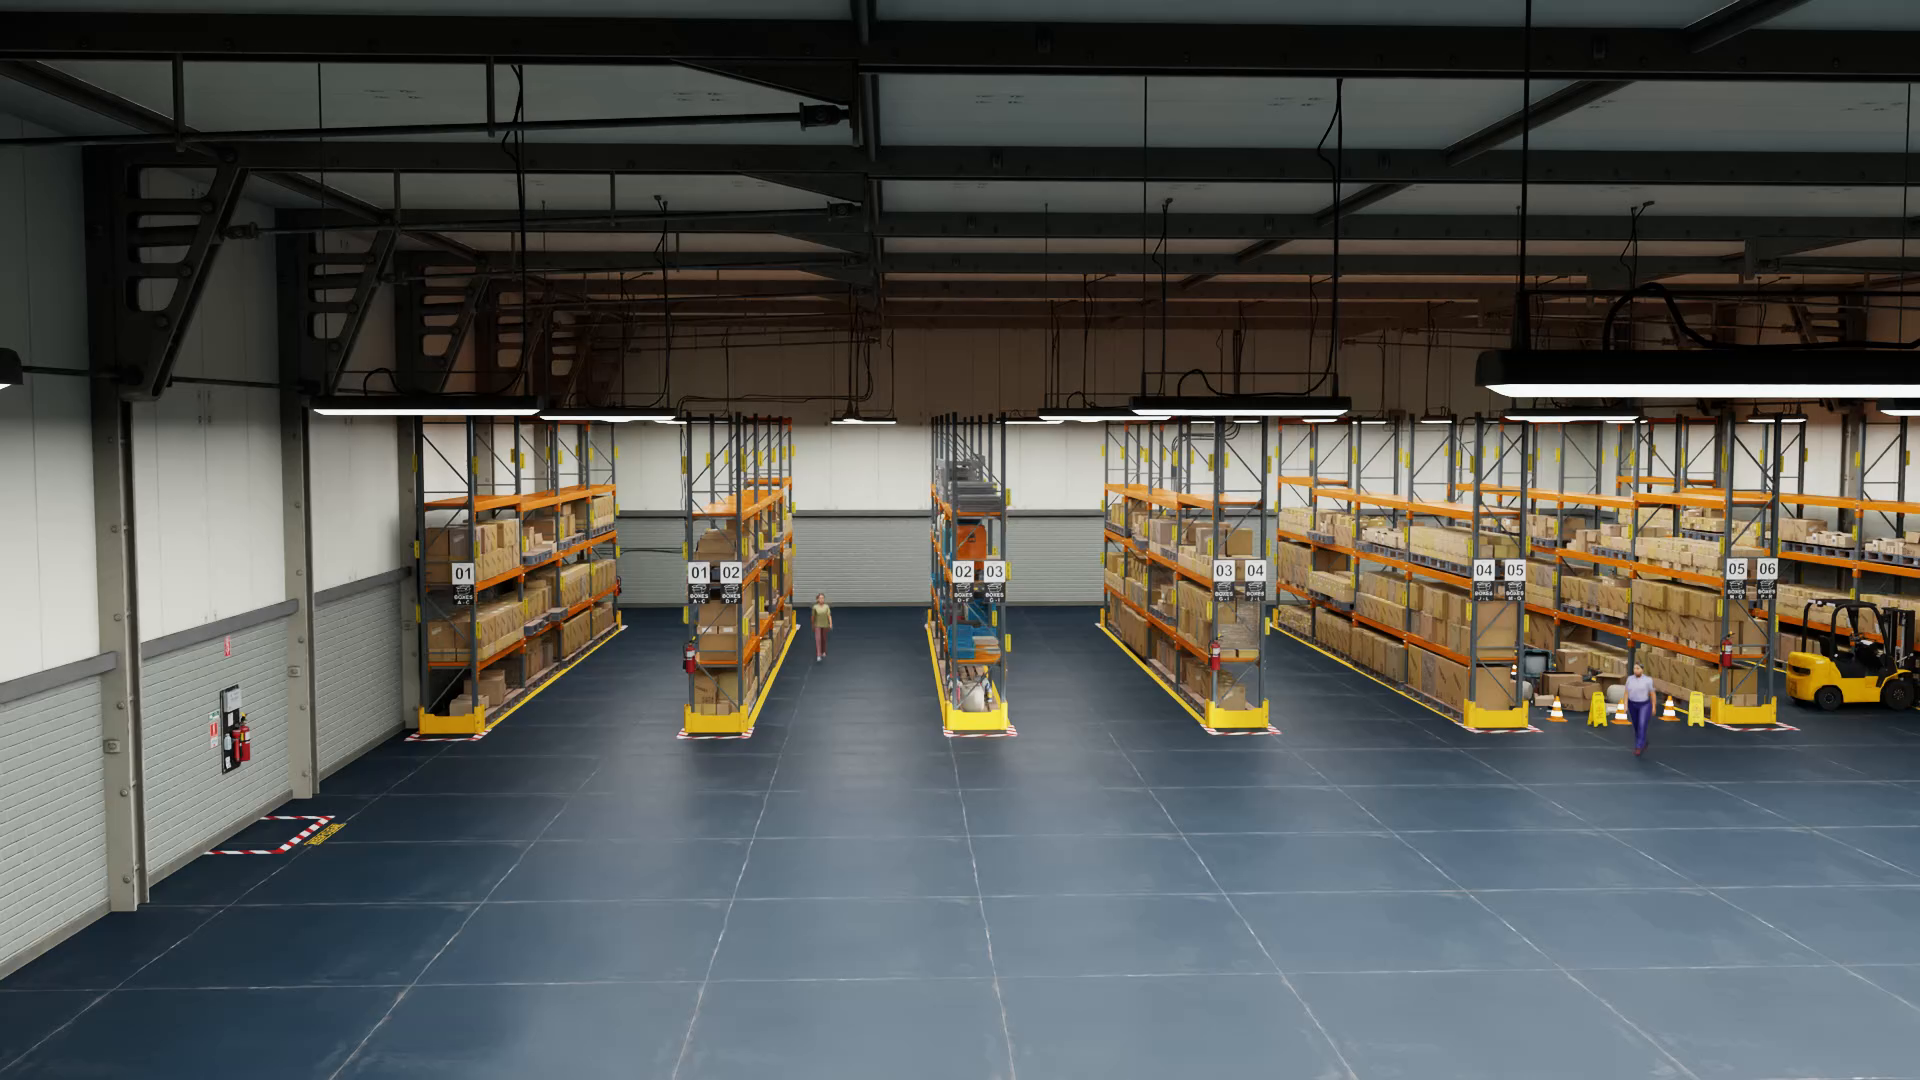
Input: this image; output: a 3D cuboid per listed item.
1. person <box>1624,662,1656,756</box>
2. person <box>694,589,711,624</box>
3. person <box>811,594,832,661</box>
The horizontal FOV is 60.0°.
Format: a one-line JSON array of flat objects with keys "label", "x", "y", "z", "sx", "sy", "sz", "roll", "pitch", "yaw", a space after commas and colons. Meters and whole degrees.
[{"label": "person", "x": 11.814, "y": 2.926, "z": 28.970, "sx": 0.946, "sy": 1.604, "sz": 0.543, "roll": -3, "pitch": 5, "yaw": -40}, {"label": "person", "x": -7.305, "y": 1.576, "z": 47.975, "sx": 0.965, "sy": 1.706, "sz": 0.536, "roll": -1, "pitch": 4, "yaw": -18}, {"label": "person", "x": -3.396, "y": 2.125, "z": 40.782, "sx": 0.531, "sy": 1.608, "sz": 1.058, "roll": 0, "pitch": 4, "yaw": -5}]
